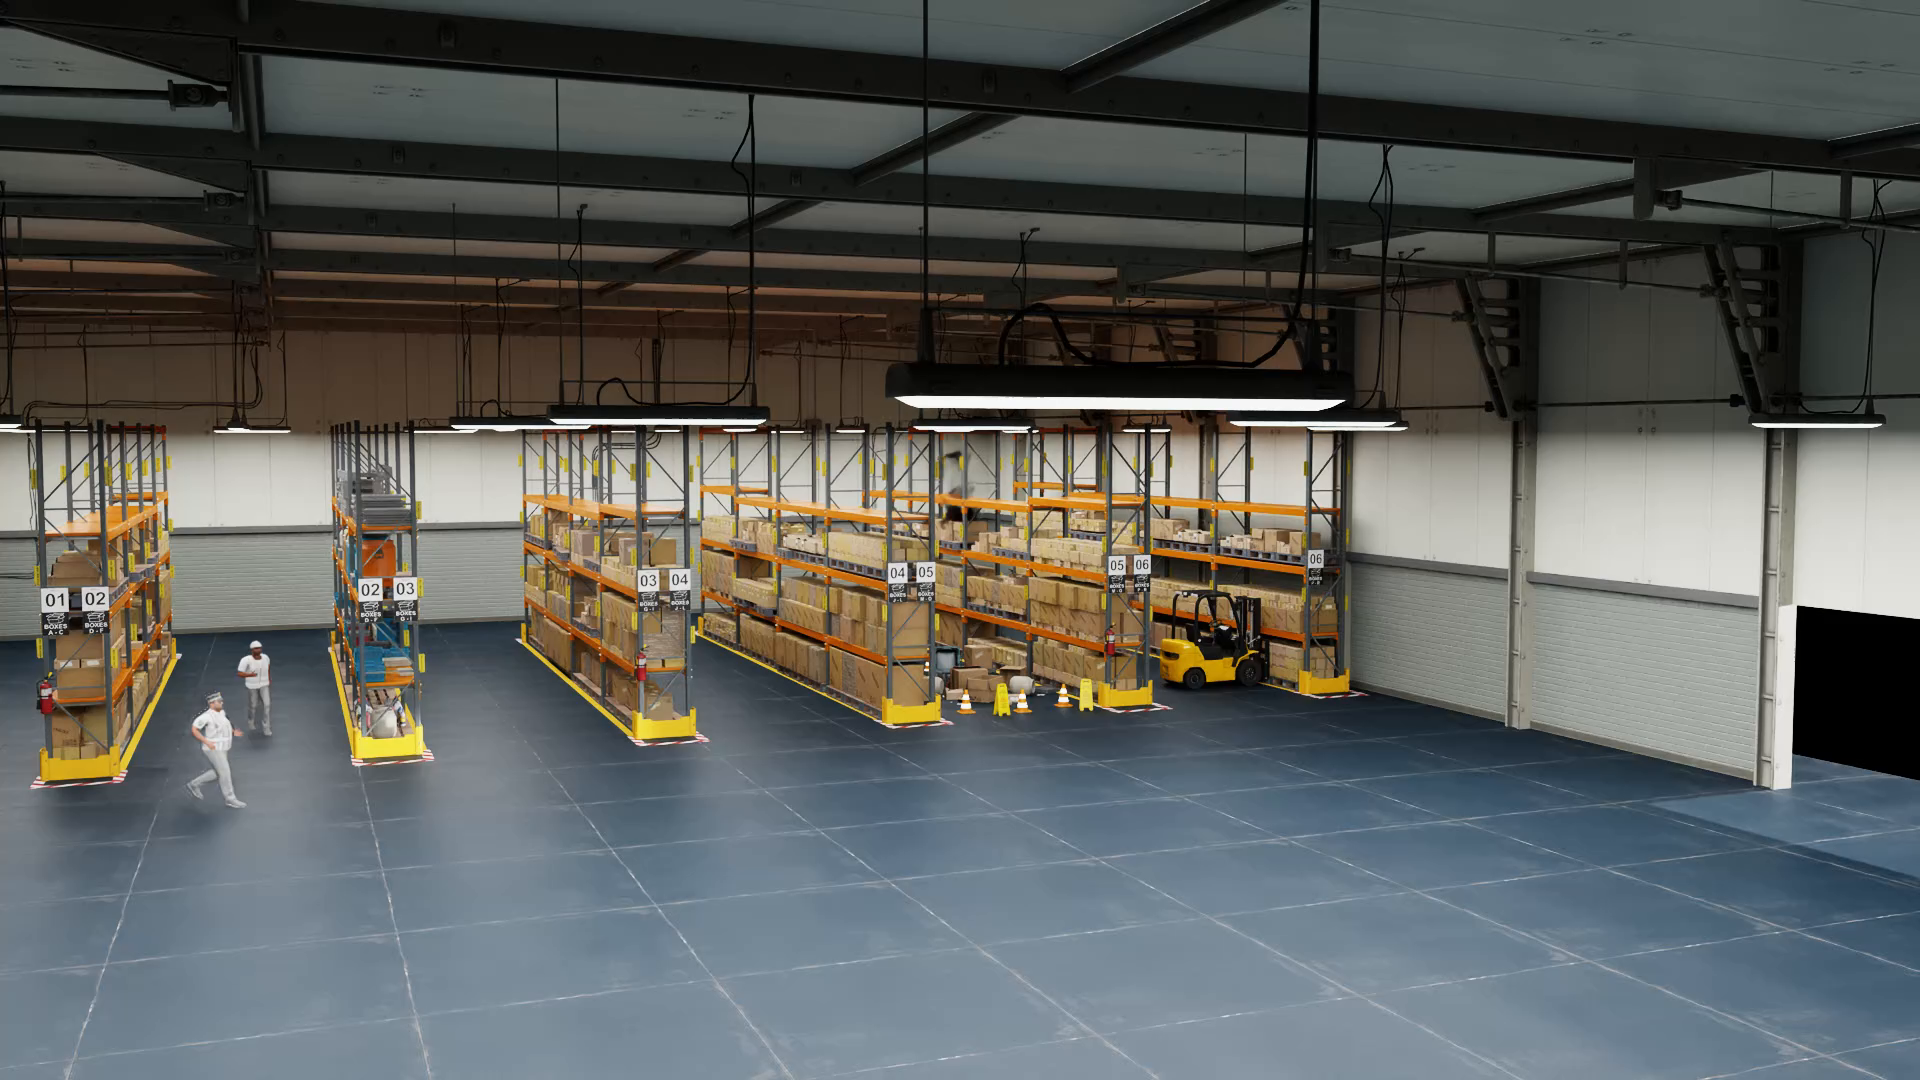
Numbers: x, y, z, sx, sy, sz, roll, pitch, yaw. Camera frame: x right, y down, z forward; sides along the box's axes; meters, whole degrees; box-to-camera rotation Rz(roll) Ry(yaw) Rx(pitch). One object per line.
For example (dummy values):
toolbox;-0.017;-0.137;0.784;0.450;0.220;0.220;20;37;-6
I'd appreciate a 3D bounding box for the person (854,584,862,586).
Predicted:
person;-2.905;1.631;51.480;0.863;1.771;0.657;-2;4;-33

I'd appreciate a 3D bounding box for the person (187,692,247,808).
person;-11.494;3.236;25.679;0.931;1.791;0.664;0;4;1

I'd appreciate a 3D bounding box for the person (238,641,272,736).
person;-13.515;2.819;31.908;0.679;1.779;0.807;-3;5;-39
